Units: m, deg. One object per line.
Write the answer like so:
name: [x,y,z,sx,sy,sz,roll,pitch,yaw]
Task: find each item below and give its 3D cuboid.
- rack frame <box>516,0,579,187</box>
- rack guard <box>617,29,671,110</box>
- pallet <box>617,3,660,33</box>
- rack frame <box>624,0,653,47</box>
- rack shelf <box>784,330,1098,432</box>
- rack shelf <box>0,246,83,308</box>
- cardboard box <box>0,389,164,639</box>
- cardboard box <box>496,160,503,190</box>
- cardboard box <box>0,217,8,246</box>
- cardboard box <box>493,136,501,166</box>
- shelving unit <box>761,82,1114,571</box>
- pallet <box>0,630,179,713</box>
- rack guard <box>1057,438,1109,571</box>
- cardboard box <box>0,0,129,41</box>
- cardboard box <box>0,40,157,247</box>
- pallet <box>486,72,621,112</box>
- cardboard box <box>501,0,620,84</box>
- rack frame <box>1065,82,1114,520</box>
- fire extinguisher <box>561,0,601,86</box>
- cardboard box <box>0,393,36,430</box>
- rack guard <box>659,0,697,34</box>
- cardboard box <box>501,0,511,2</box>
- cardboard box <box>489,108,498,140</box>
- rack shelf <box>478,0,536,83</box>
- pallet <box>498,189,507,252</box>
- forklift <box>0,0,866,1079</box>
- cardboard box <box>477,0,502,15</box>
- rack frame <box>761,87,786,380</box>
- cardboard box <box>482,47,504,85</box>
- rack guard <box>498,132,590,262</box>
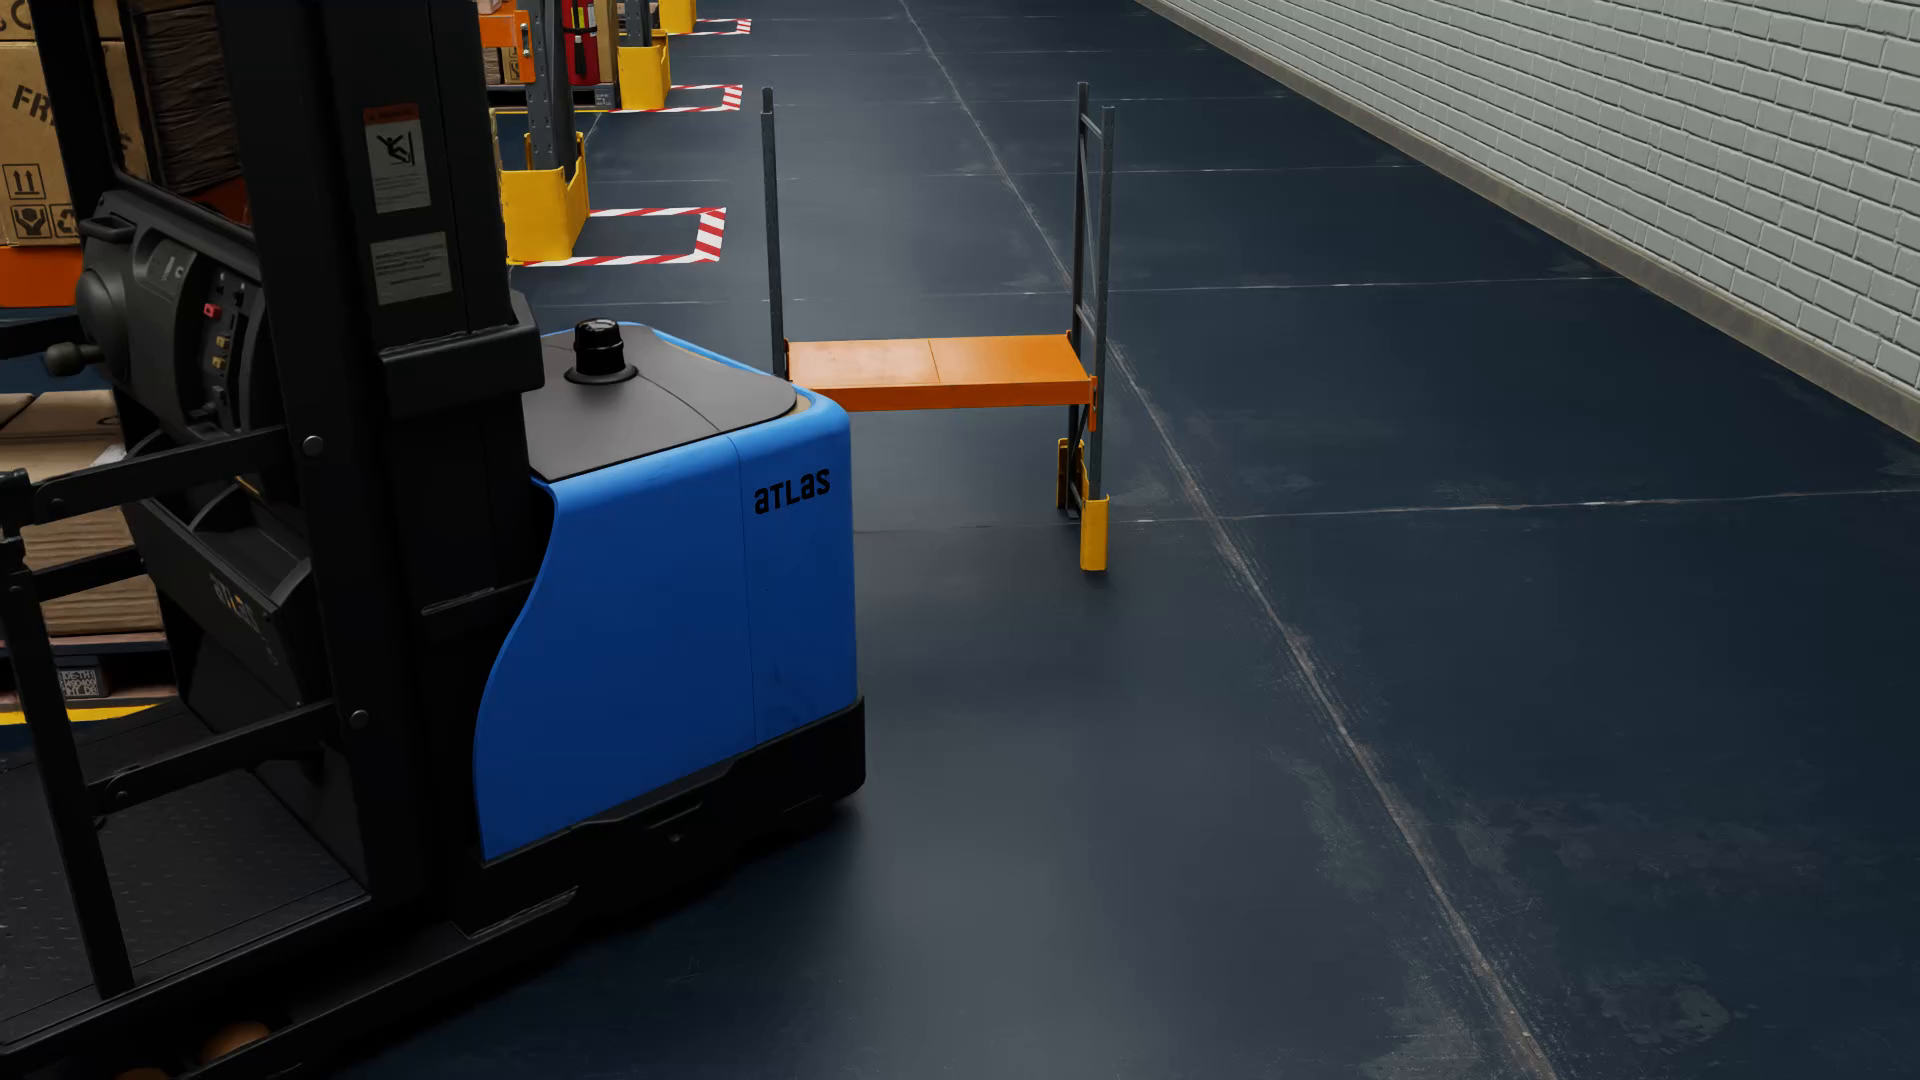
rack frame: [-2.324,-3.156,9.158,0.127,3.000,1.000,-2,24,-5]
rack guard: [-2.687,-4.024,14.187,0.348,0.500,1.175,-2,24,-5]
pallet: [-4.022,-5.875,18.709,1.213,0.211,1.003,-2,24,-5]
rack frame: [-2.711,-5.165,13.677,0.127,3.000,1.000,-2,24,-5]
rack shelf: [-0.085,-0.518,5.511,1.000,0.185,0.538,-2,24,-5]
rack shelf: [-3.727,-0.751,4.632,4.000,0.370,1.077,-2,24,-5]
cardboard box: [-2.384,-0.114,4.950,0.875,0.438,0.875,-3,24,-7]
cardboard box: [-2.877,-2.154,9.895,0.250,0.149,0.380,-2,24,-4]
cardboard box: [-2.692,-1.065,4.330,0.500,0.500,0.500,-3,24,-6]
cardboard box: [-2.870,-2.264,9.777,0.250,0.149,0.380,-1,24,-3]
shelving unit: [-0.076,-0.682,5.439,1.083,1.500,0.587,-2,24,-5]
pallet: [-2.525,0.179,5.089,1.213,0.211,1.003,-2,24,-5]
rack guard: [0.420,-0.131,5.737,0.087,0.250,0.587,-2,24,-5]
cardboard box: [-2.193,-1.546,4.182,0.500,0.500,0.500,-2,24,-3]
cardboard box: [-2.191,-1.079,4.361,0.500,0.500,0.500,-2,24,-5]
pallet: [-3.499,-3.827,14.101,1.213,0.211,1.003,-2,24,-5]
cardboard box: [-3.340,-4.328,13.893,0.875,0.875,0.875,-2,24,-5]
rack frame: [0.421,-0.702,5.483,0.032,1.500,0.500,-2,24,-5]
fire extinguisher: [-2.028,-2.774,8.852,0.183,0.674,0.296,-2,24,-5]
cardboard box: [-3.294,-0.074,4.860,0.875,0.438,0.875,-2,24,-4]
rack guard: [-3.175,-6.031,18.703,0.348,0.500,1.175,-2,24,-5]
cardboard box: [-2.678,-3.161,9.478,0.250,0.149,0.380,-2,24,-6]
cardboard box: [-2.879,-2.434,9.792,0.250,0.149,0.380,-3,24,-8]
rack shelf: [-4.314,-2.748,9.124,4.000,0.370,1.077,-2,24,-5]
pallet: [-3.211,-1.861,9.676,1.213,0.211,1.003,-2,24,-5]
forklift: [-1.670,-0.414,3.072,3.031,2.935,1.130,-20,31,-38]
cardboard box: [-2.621,-2.914,8.922,0.250,0.149,0.380,-2,24,-5]
rack frame: [-0.591,-0.662,5.392,0.032,1.500,0.500,-2,24,-5]
cardboard box: [-4.245,-4.292,13.811,0.875,0.875,0.875,-2,24,-5]
rack guard: [-2.399,-2.011,9.658,0.348,0.500,1.175,-2,24,-5]
